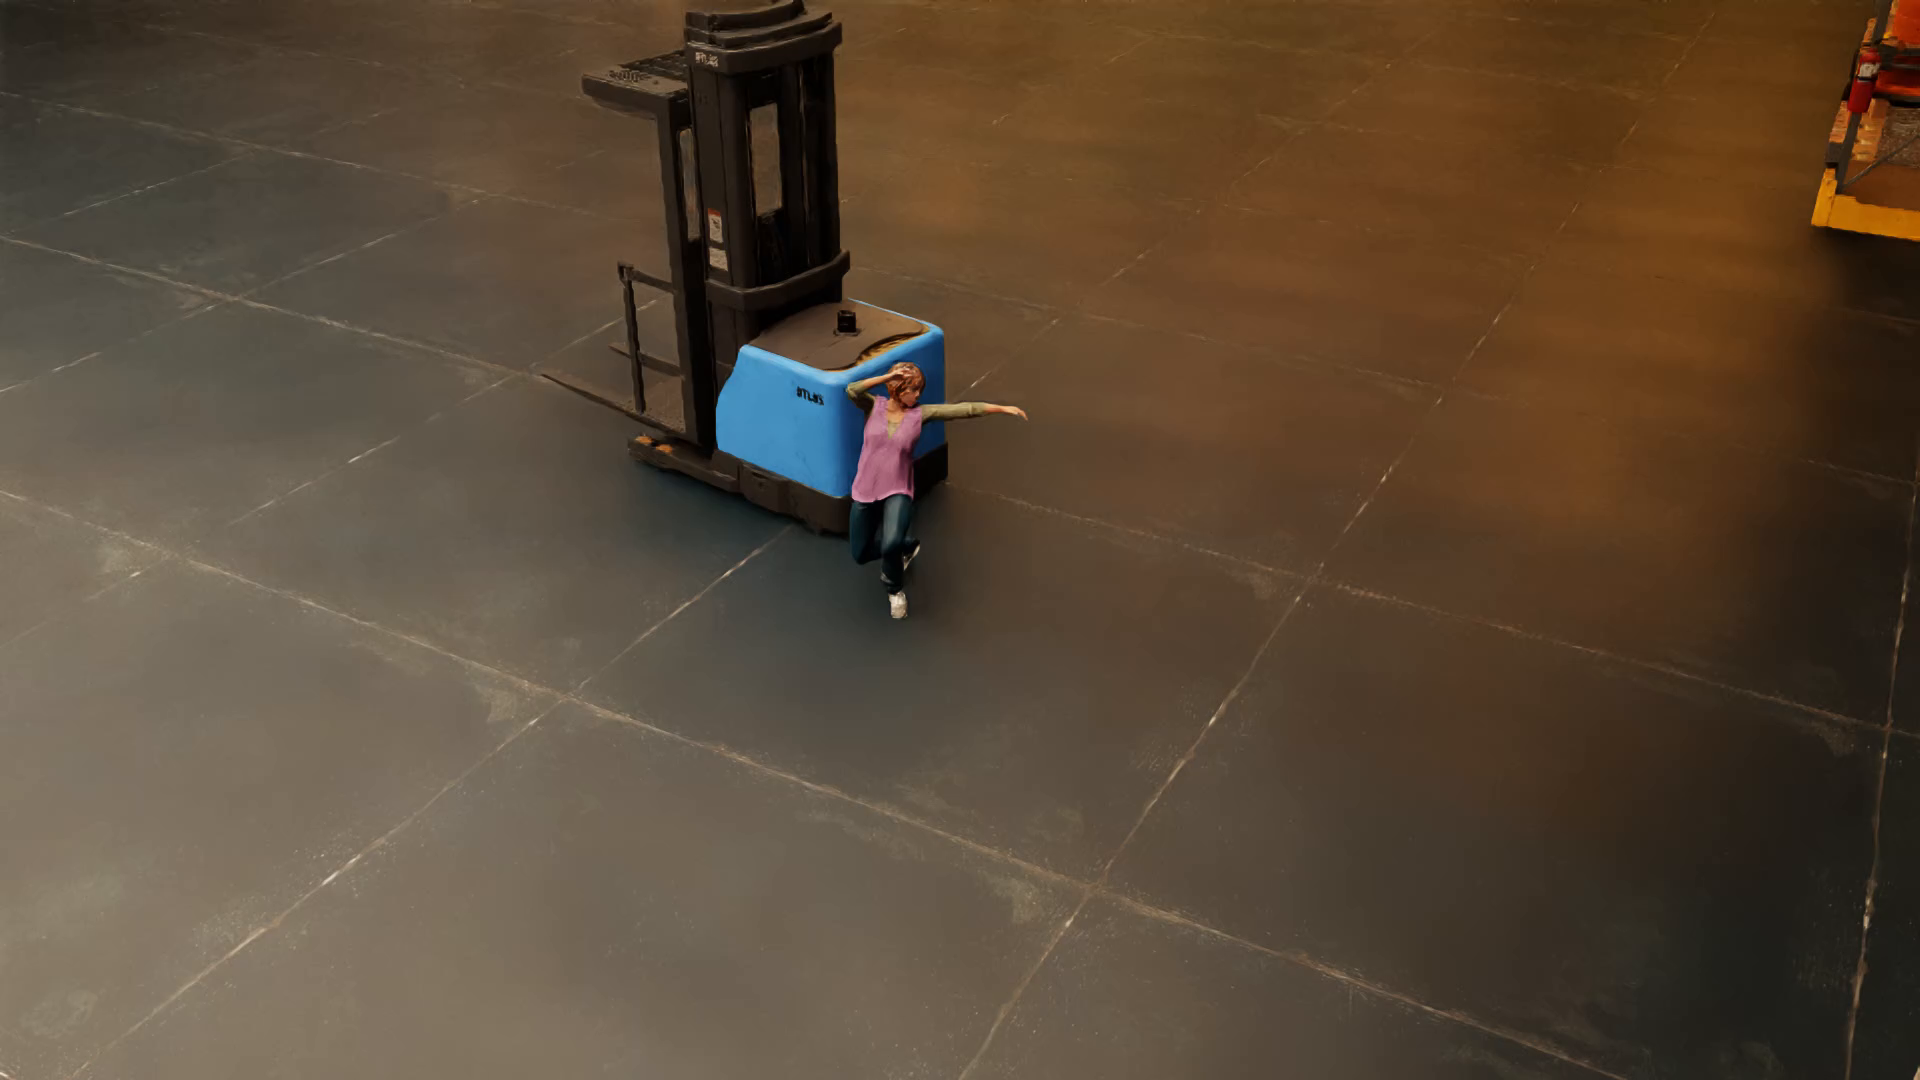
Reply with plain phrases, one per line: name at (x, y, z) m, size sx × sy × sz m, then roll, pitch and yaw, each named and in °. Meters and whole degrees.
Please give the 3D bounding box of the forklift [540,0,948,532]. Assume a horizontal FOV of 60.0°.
forklift at (-1.545, -1.908, 10.377) m, size 3.031 × 2.935 × 1.130 m, roll 22°, pitch 37°, yaw 33°

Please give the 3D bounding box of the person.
person at (-0.159, -0.232, 9.098) m, size 0.942 × 1.351 × 0.766 m, roll 7°, pitch 31°, yaw 12°
